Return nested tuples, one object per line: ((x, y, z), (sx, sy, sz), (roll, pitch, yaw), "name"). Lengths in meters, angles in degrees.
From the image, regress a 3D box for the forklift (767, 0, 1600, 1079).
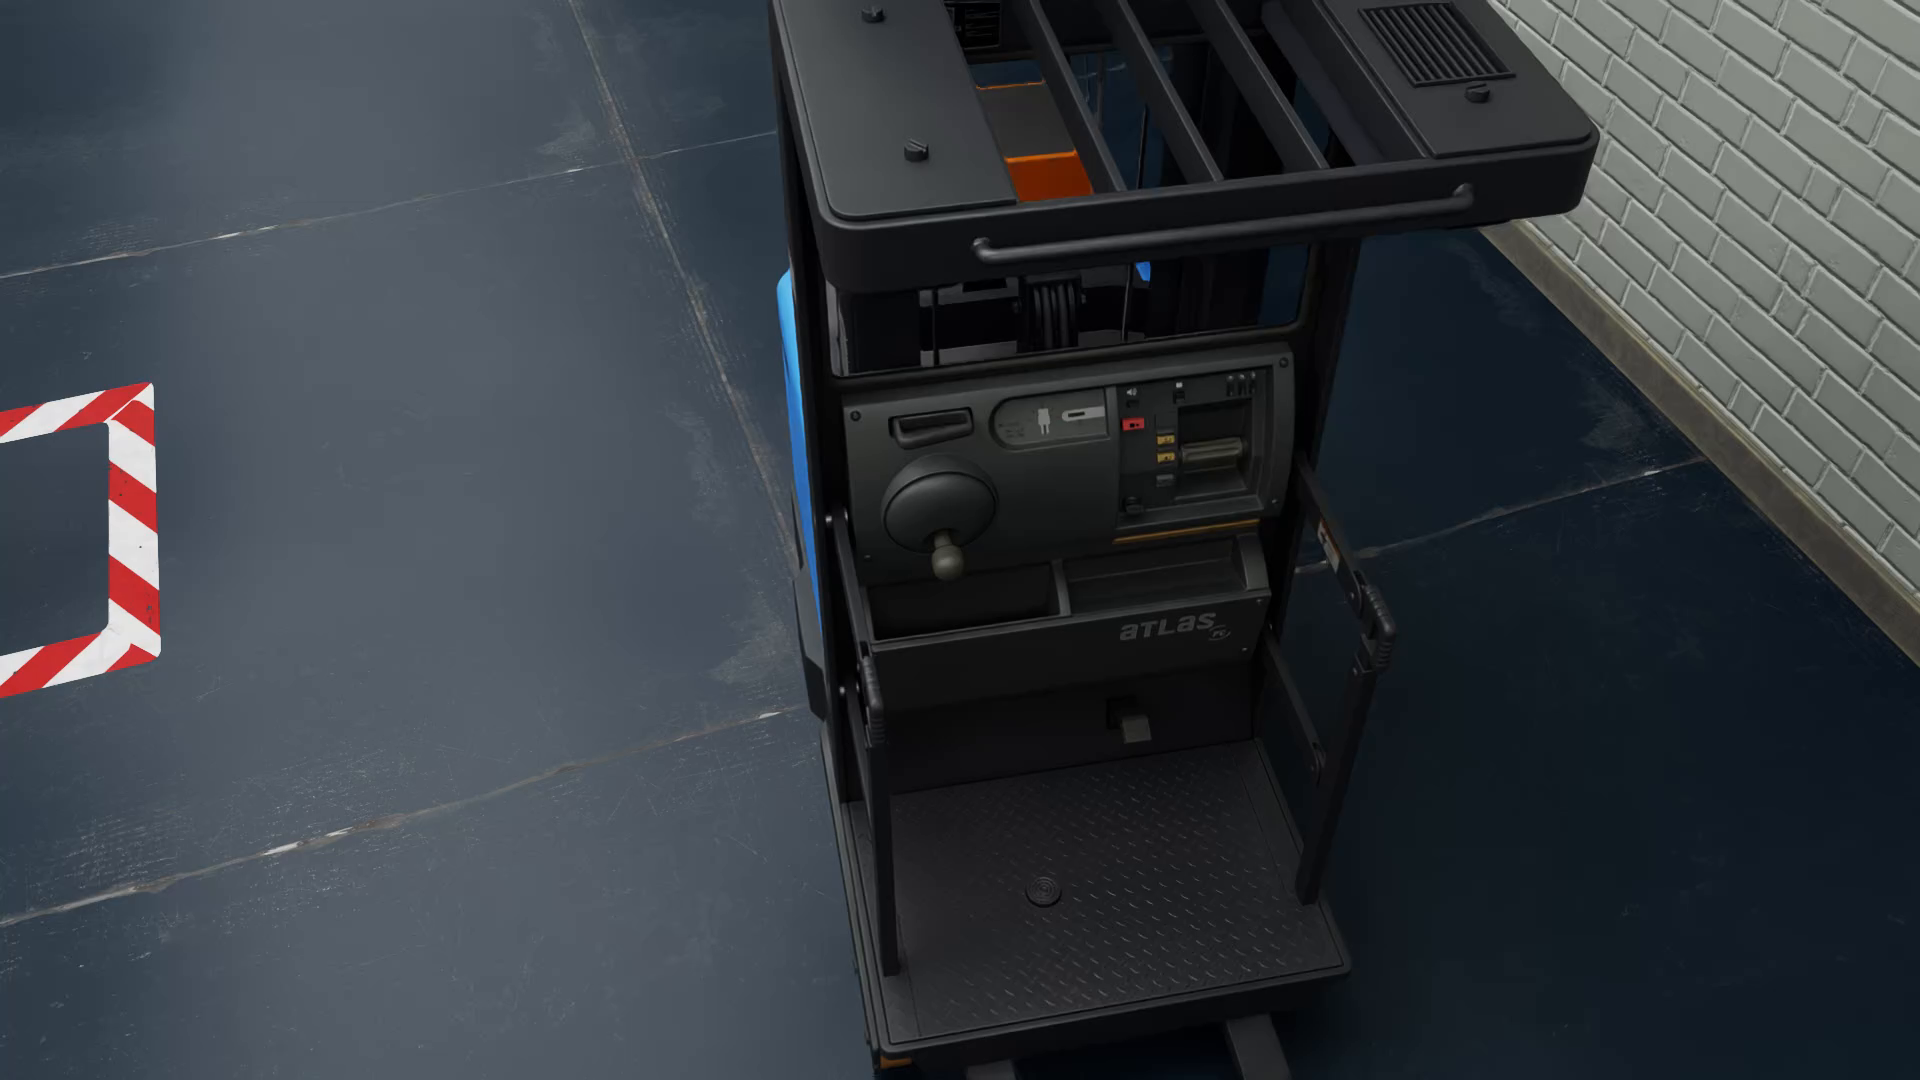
((0.274, -0.064, 3.245), (1.130, 2.935, 3.031), (-8, 46, -8), "forklift")

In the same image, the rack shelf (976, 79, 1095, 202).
((0.099, -1.007, 4.791), (0.480, 0.518, 0.431), (-8, 46, -8), "rack shelf")

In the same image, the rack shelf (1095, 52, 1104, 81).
((0.099, -1.501, 4.295), (0.480, 0.518, 0.431), (-8, 46, -8), "rack shelf")

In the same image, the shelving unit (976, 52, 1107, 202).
((0.099, -1.017, 4.781), (0.503, 2.100, 0.431), (-8, 46, -8), "shelving unit")

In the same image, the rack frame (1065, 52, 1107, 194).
((0.338, -1.049, 4.814), (0.015, 2.100, 0.400), (-8, 46, -8), "rack frame")
